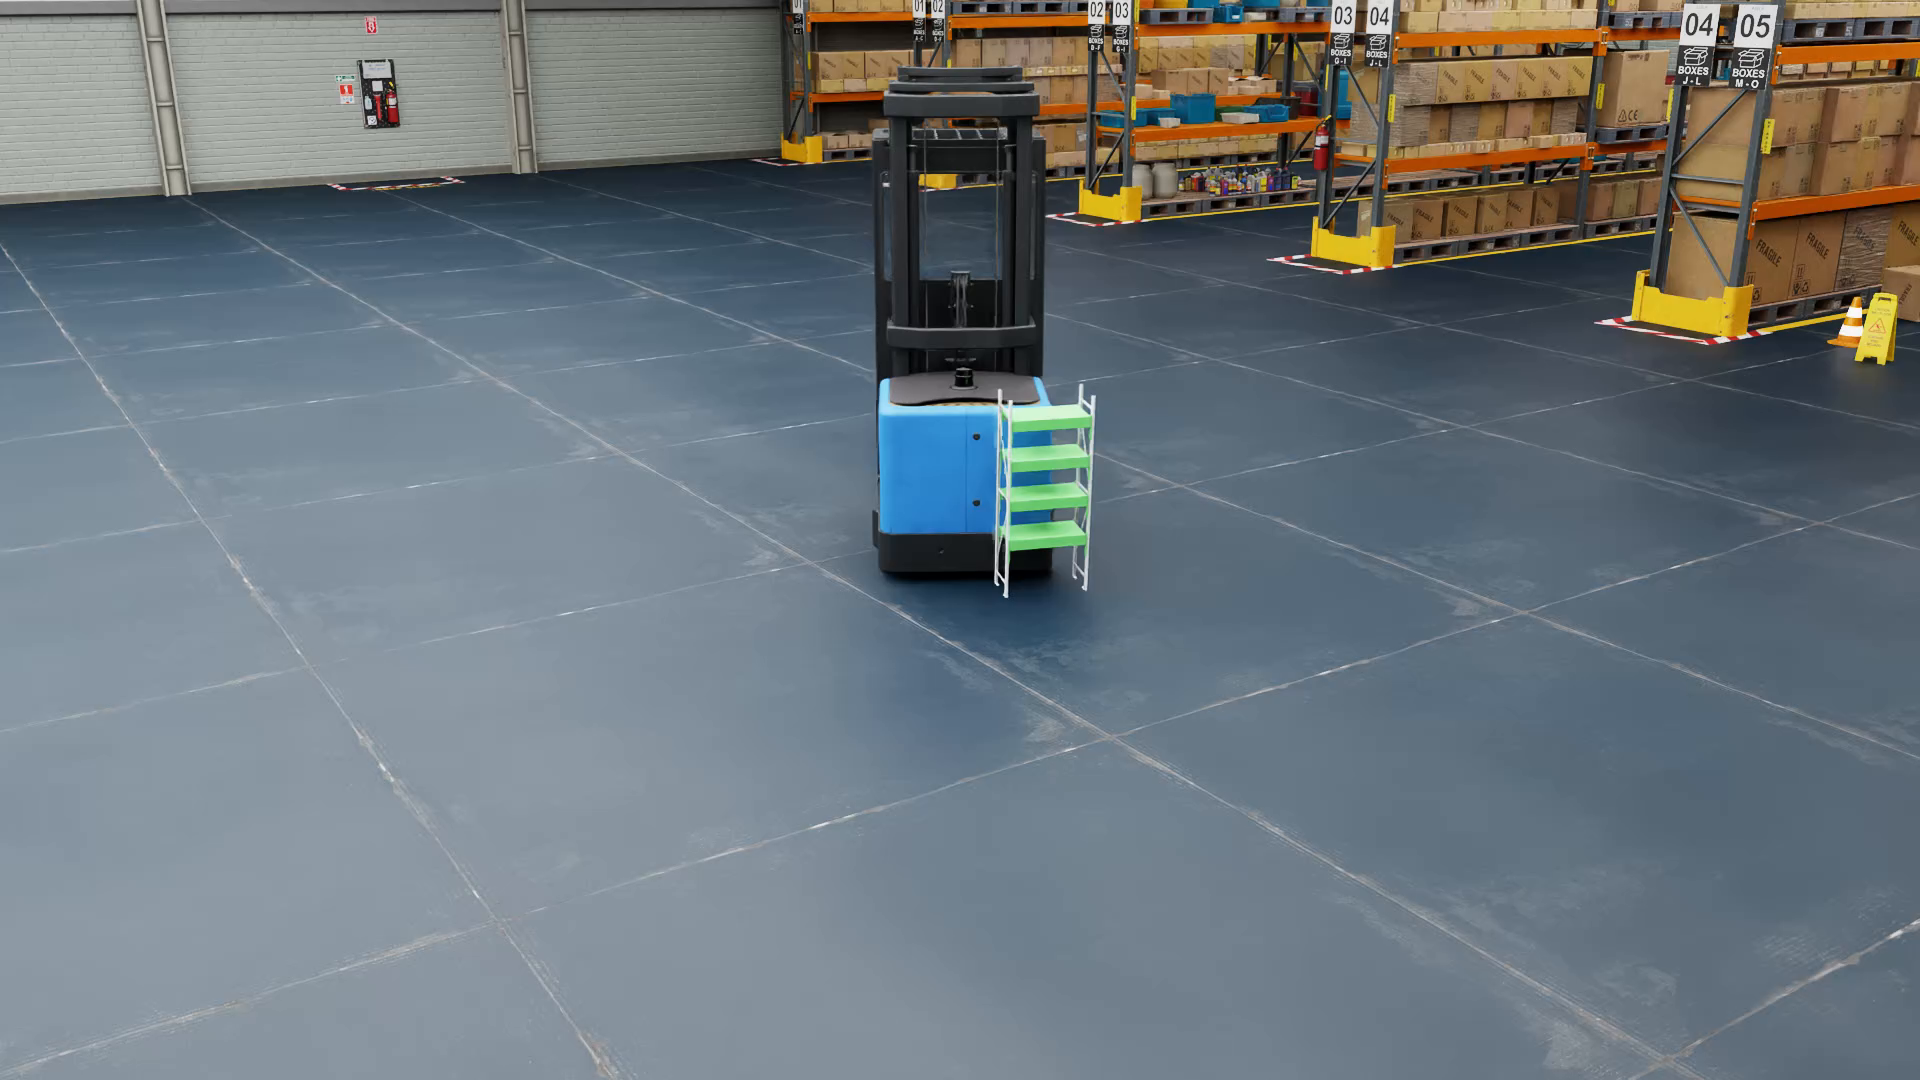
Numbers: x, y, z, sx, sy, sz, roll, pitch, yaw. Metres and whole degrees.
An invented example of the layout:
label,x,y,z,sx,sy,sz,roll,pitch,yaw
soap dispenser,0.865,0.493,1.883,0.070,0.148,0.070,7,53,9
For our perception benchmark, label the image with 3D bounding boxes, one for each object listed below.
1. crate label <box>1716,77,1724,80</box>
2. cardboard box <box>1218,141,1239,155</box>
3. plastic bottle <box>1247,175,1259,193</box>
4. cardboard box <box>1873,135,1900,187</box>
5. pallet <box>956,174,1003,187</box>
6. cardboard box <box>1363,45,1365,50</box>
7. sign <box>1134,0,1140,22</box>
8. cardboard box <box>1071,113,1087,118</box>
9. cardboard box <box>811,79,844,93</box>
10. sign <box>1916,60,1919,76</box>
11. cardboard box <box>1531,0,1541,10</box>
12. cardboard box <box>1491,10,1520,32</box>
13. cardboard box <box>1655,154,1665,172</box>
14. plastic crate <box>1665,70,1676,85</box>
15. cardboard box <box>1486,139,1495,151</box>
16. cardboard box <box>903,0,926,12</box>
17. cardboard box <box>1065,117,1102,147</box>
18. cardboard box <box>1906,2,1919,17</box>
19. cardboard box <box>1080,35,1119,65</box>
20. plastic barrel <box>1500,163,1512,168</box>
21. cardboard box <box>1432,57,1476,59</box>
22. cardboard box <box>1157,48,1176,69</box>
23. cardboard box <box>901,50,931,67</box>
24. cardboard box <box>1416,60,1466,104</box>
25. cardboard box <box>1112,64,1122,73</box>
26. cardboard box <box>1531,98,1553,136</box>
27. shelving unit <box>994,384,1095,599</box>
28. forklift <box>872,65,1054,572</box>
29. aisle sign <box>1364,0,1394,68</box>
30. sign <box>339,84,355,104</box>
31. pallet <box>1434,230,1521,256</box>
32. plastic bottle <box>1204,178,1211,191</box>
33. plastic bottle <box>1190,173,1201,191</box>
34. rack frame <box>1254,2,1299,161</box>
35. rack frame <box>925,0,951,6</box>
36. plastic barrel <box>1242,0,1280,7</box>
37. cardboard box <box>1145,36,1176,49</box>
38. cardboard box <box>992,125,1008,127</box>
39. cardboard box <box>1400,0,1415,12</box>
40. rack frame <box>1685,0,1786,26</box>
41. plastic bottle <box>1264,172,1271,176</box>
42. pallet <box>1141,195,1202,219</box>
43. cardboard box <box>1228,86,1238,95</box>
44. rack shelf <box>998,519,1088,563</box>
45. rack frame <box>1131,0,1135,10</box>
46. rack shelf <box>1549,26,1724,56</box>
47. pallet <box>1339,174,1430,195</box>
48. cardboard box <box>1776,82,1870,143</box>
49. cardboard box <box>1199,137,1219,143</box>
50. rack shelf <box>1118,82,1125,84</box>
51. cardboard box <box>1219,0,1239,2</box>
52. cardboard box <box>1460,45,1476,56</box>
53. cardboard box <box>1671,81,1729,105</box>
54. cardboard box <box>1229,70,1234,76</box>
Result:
label,x,y,z,sx,sy,sz,roll,pitch,yaw
crate label,15.213,-9.136,33.253,0.303,0.233,0.416,-12,22,-31
cardboard box,5.043,-7.618,32.232,0.500,0.250,0.500,-11,22,-30
plastic bottle,4.631,-5.638,26.304,0.135,0.276,0.152,-11,22,-30
cardboard box,9.682,-4.196,18.238,0.550,0.550,0.875,-12,22,-31
pallet,0.132,-6.475,29.567,1.213,0.211,1.003,-12,22,-31
cardboard box,9.732,-11.842,40.621,0.700,0.700,0.980,-11,21,-29
sign,2.537,-7.602,23.849,0.005,0.325,0.100,-12,22,-31
cardboard box,2.404,-9.207,36.512,0.500,0.500,0.700,-12,22,-31
cardboard box,-2.629,-8.914,32.630,0.500,0.250,0.500,-13,22,-33
sign,15.291,-7.481,26.504,0.005,0.325,0.100,-12,22,-31
cardboard box,7.282,-6.937,21.509,0.250,0.149,0.380,-11,22,-29
cardboard box,6.782,-6.637,21.243,0.500,0.250,0.500,-11,22,-30
cardboard box,10.663,-5.566,24.570,0.500,0.250,0.500,-9,21,-25
plastic crate,13.144,-8.587,31.267,0.583,0.464,0.402,-12,22,-31
cardboard box,6.773,-5.185,21.789,0.250,0.149,0.380,-12,22,-31
cardboard box,-1.027,-10.808,33.160,0.500,0.500,0.500,-13,23,-33
cardboard box,2.298,-7.608,31.032,0.500,0.500,0.500,-12,22,-31
cardboard box,9.755,-5.533,17.325,0.250,0.149,0.380,-12,22,-32
cardboard box,2.490,-8.937,30.313,0.500,0.500,0.700,-12,22,-31
plastic barrel,9.741,-6.968,29.901,0.421,0.512,0.421,0,19,0
cardboard box,6.541,-6.087,21.885,0.500,0.500,0.500,-12,22,-31
cardboard box,4.460,-10.688,37.024,0.500,0.500,0.500,-11,22,-30
cardboard box,-0.935,-9.631,33.582,0.500,0.500,0.500,-13,22,-33
cardboard box,5.993,-5.772,20.951,0.500,0.500,0.500,-12,22,-31
cardboard box,2.748,-8.604,30.342,0.250,0.149,0.380,-12,22,-31
cardboard box,7.456,-5.751,22.452,0.500,0.500,0.875,-12,22,-31
shelving unit,0.486,-0.279,9.677,0.503,1.200,0.258,-5,22,-14
forklift,-0.013,-1.616,10.949,1.130,2.935,3.031,-1,19,-2
aisle sign,5.075,-6.140,20.163,0.004,0.787,0.394,-12,22,-31
sign,-10.716,-7.794,29.060,0.234,0.329,0.001,-12,22,-31
pallet,6.741,-4.039,22.363,1.213,0.211,1.003,-12,22,-31
plastic bottle,3.956,-5.679,26.542,0.097,0.201,0.097,0,19,0
plastic bottle,3.756,-5.720,26.547,0.135,0.276,0.152,-12,22,-31
rack frame,6.198,-9.059,32.857,0.127,3.000,1.000,-12,22,-31
rack frame,-0.483,-10.492,27.728,0.127,3.000,1.000,-12,22,-31
plastic barrel,4.688,-8.740,25.790,0.708,0.901,0.600,-12,22,-31
cardboard box,4.440,-11.042,36.901,0.500,0.250,0.500,-12,22,-32
cardboard box,0.914,-7.117,29.578,0.500,0.500,0.500,-12,22,-31
cardboard box,5.319,-6.525,20.290,0.250,0.149,0.380,-12,22,-32
rack frame,7.605,-6.497,15.912,0.127,3.000,1.000,-12,22,-31
plastic bottle,4.936,-5.758,26.658,0.135,0.276,0.152,-12,22,-31
pallet,2.957,-5.171,25.710,1.213,0.211,1.003,-12,22,-31
cardboard box,5.164,-8.700,32.188,0.250,0.149,0.380,-10,21,-27
rack shelf,0.482,0.004,9.788,0.480,0.148,0.258,-5,22,-14
rack frame,2.238,-9.166,23.807,0.127,3.000,1.000,-12,22,-31
rack shelf,9.973,-7.136,23.610,4.000,0.370,1.077,-12,22,-31
pallet,7.233,-6.073,28.378,1.213,0.211,1.003,-12,22,-31
cardboard box,8.888,-4.476,17.382,0.550,0.550,0.875,-12,22,-31
cardboard box,4.623,-7.794,31.877,0.500,0.311,0.500,-11,22,-30
rack shelf,1.800,-9.690,35.848,4.000,0.370,1.077,-12,22,-31
cardboard box,4.938,-10.318,31.476,0.500,0.250,0.500,-12,22,-32
cardboard box,10.518,-10.383,35.057,0.500,0.500,0.500,-13,22,-33
cardboard box,10.803,-6.424,24.251,0.500,0.500,0.700,-8,20,-23
cardboard box,6.057,-10.696,38.062,0.250,0.149,0.380,-12,22,-31
